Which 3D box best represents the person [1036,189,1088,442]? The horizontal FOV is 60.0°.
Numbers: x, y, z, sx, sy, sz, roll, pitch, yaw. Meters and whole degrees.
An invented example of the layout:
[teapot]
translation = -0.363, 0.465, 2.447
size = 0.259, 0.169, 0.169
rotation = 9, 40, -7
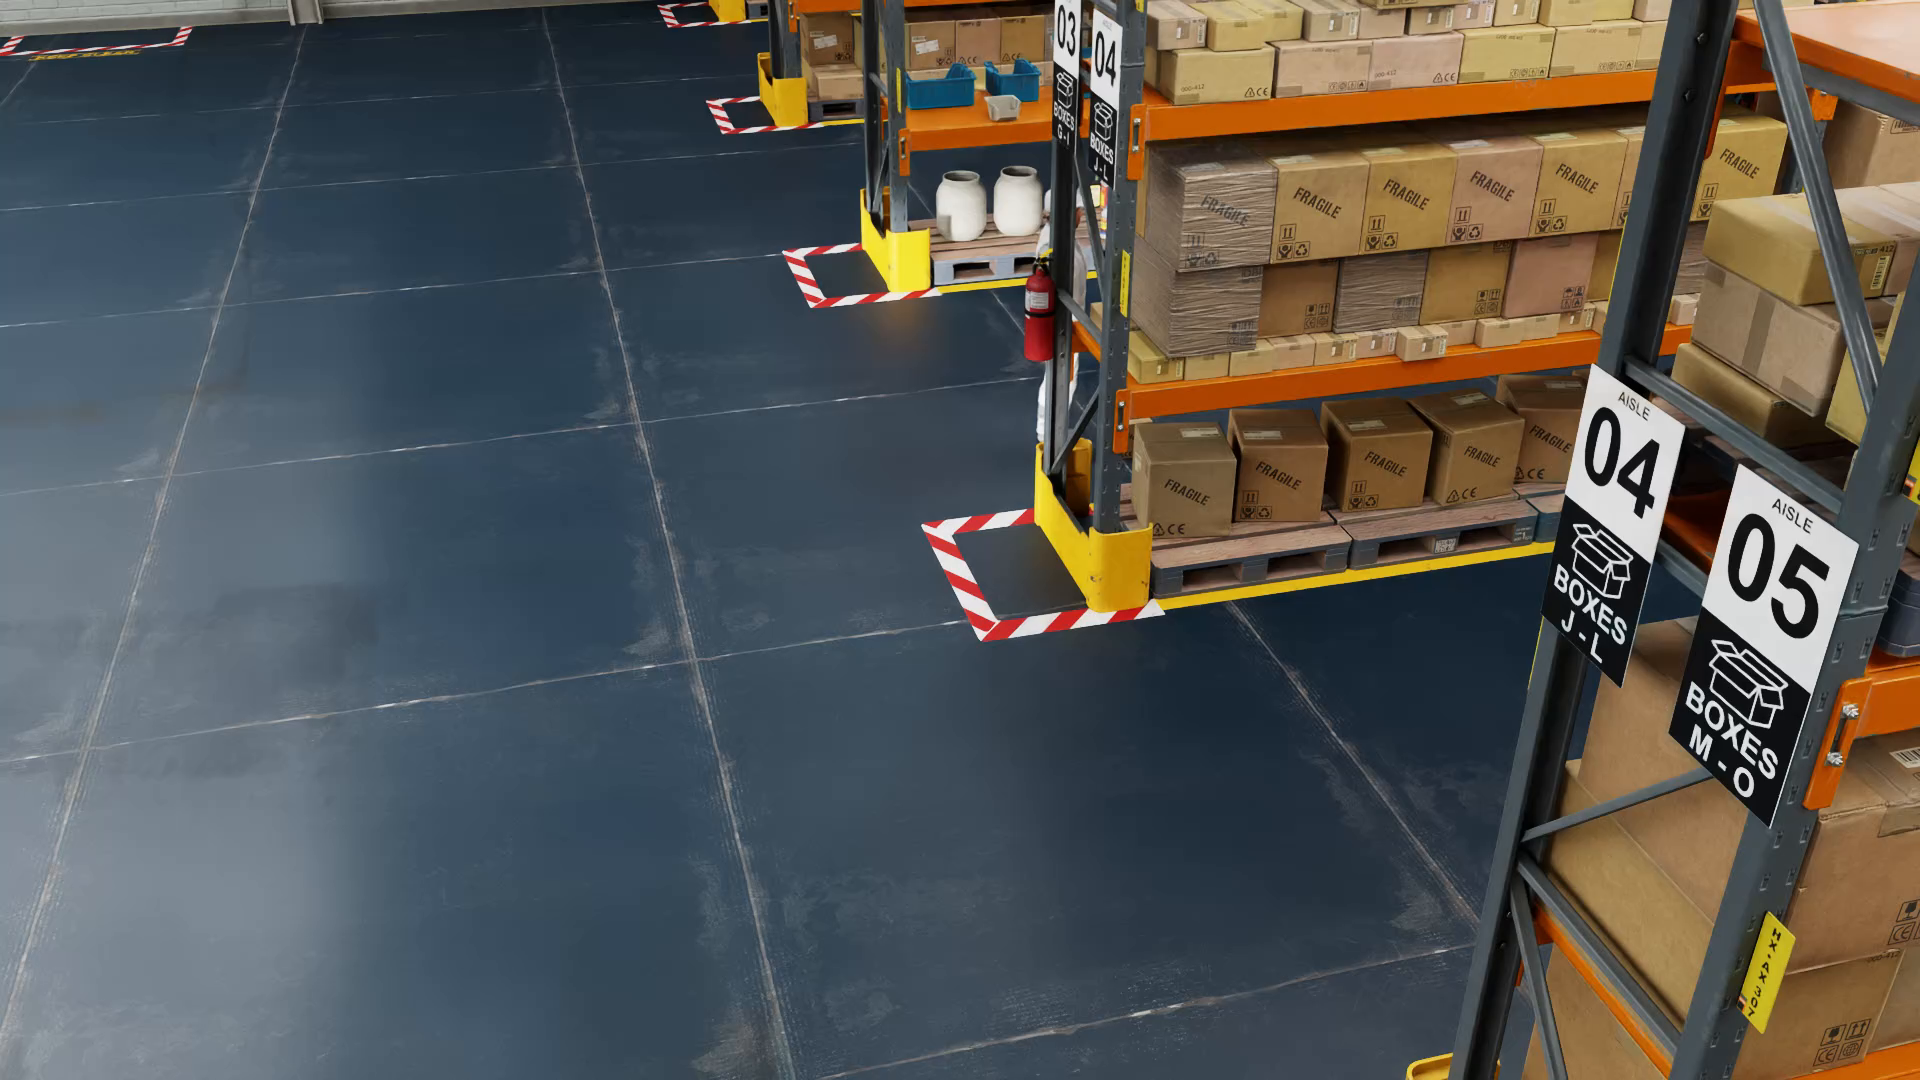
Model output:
[person]
translation = 0.673, -1.403, 10.648
size = 0.387, 1.788, 0.529
rotation = 4, 30, 6
